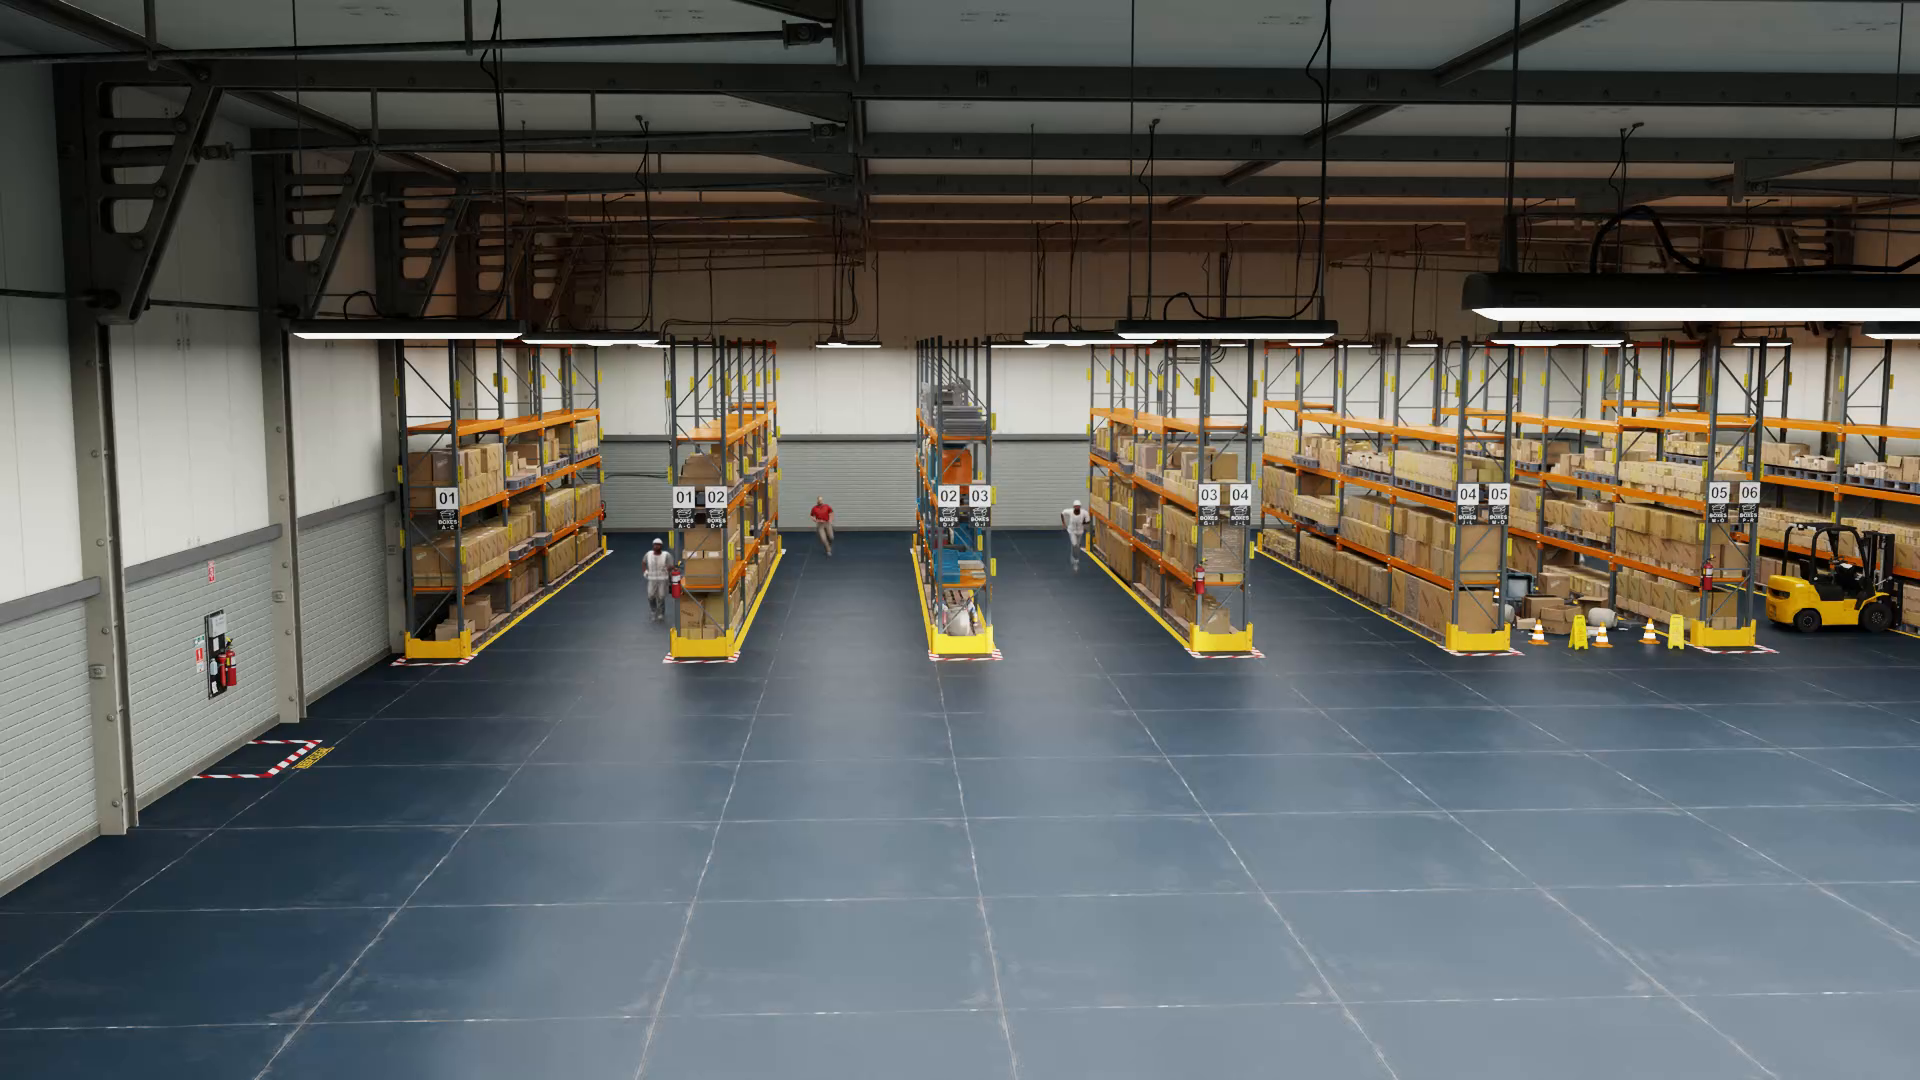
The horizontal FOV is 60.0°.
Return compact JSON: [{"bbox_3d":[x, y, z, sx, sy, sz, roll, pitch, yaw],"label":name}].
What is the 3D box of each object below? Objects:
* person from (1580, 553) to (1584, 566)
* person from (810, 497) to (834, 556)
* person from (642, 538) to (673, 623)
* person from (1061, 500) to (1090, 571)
[{"bbox_3d":[15.935,-0.044,43.011,0.655,1.833,0.748,-1,7,-5],"label":"person"},{"bbox_3d":[-3.859,-0.394,46.709,0.677,1.655,0.538,-1,7,-9],"label":"person"},{"bbox_3d":[-6.401,0.861,35.124,0.663,1.784,0.648,-1,7,-5],"label":"person"},{"bbox_3d":[2.948,-0.145,42.490,0.693,1.789,0.954,-1,7,-11],"label":"person"}]
